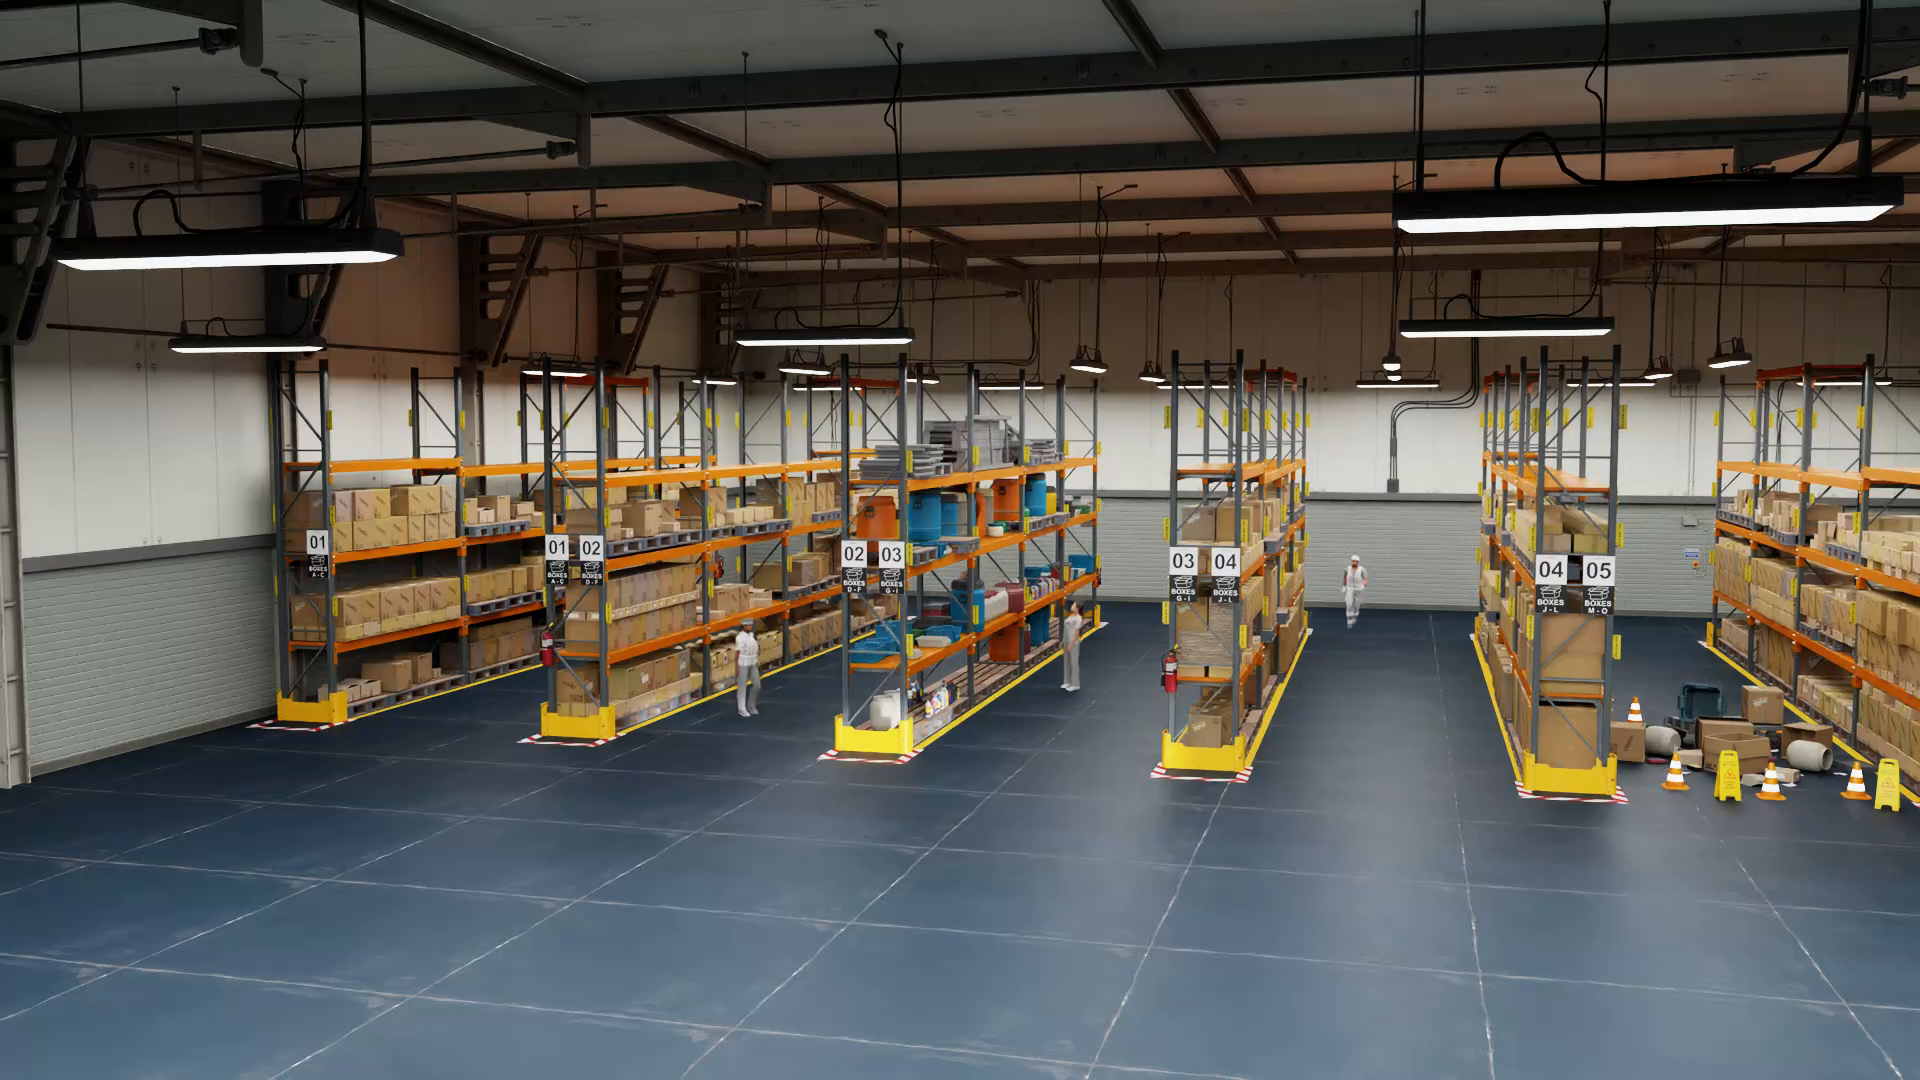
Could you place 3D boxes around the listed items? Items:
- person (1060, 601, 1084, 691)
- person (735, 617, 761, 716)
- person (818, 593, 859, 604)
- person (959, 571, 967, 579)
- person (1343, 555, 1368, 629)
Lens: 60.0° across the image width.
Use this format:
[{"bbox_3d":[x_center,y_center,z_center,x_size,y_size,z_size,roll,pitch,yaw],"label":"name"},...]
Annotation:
[{"bbox_3d":[2.072,1.958,30.893,0.433,1.666,0.508,-3,5,-32],"label":"person"},{"bbox_3d":[-3.625,2.159,28.216,0.344,1.724,0.538,3,5,35],"label":"person"},{"bbox_3d":[-3.281,0.883,45.261,0.623,1.723,1.110,3,5,37],"label":"person"},{"bbox_3d":[0.095,1.534,37.216,0.598,1.682,0.719,2,4,21],"label":"person"},{"bbox_3d":[9.580,1.265,40.340,0.584,1.812,0.877,1,4,13],"label":"person"}]
